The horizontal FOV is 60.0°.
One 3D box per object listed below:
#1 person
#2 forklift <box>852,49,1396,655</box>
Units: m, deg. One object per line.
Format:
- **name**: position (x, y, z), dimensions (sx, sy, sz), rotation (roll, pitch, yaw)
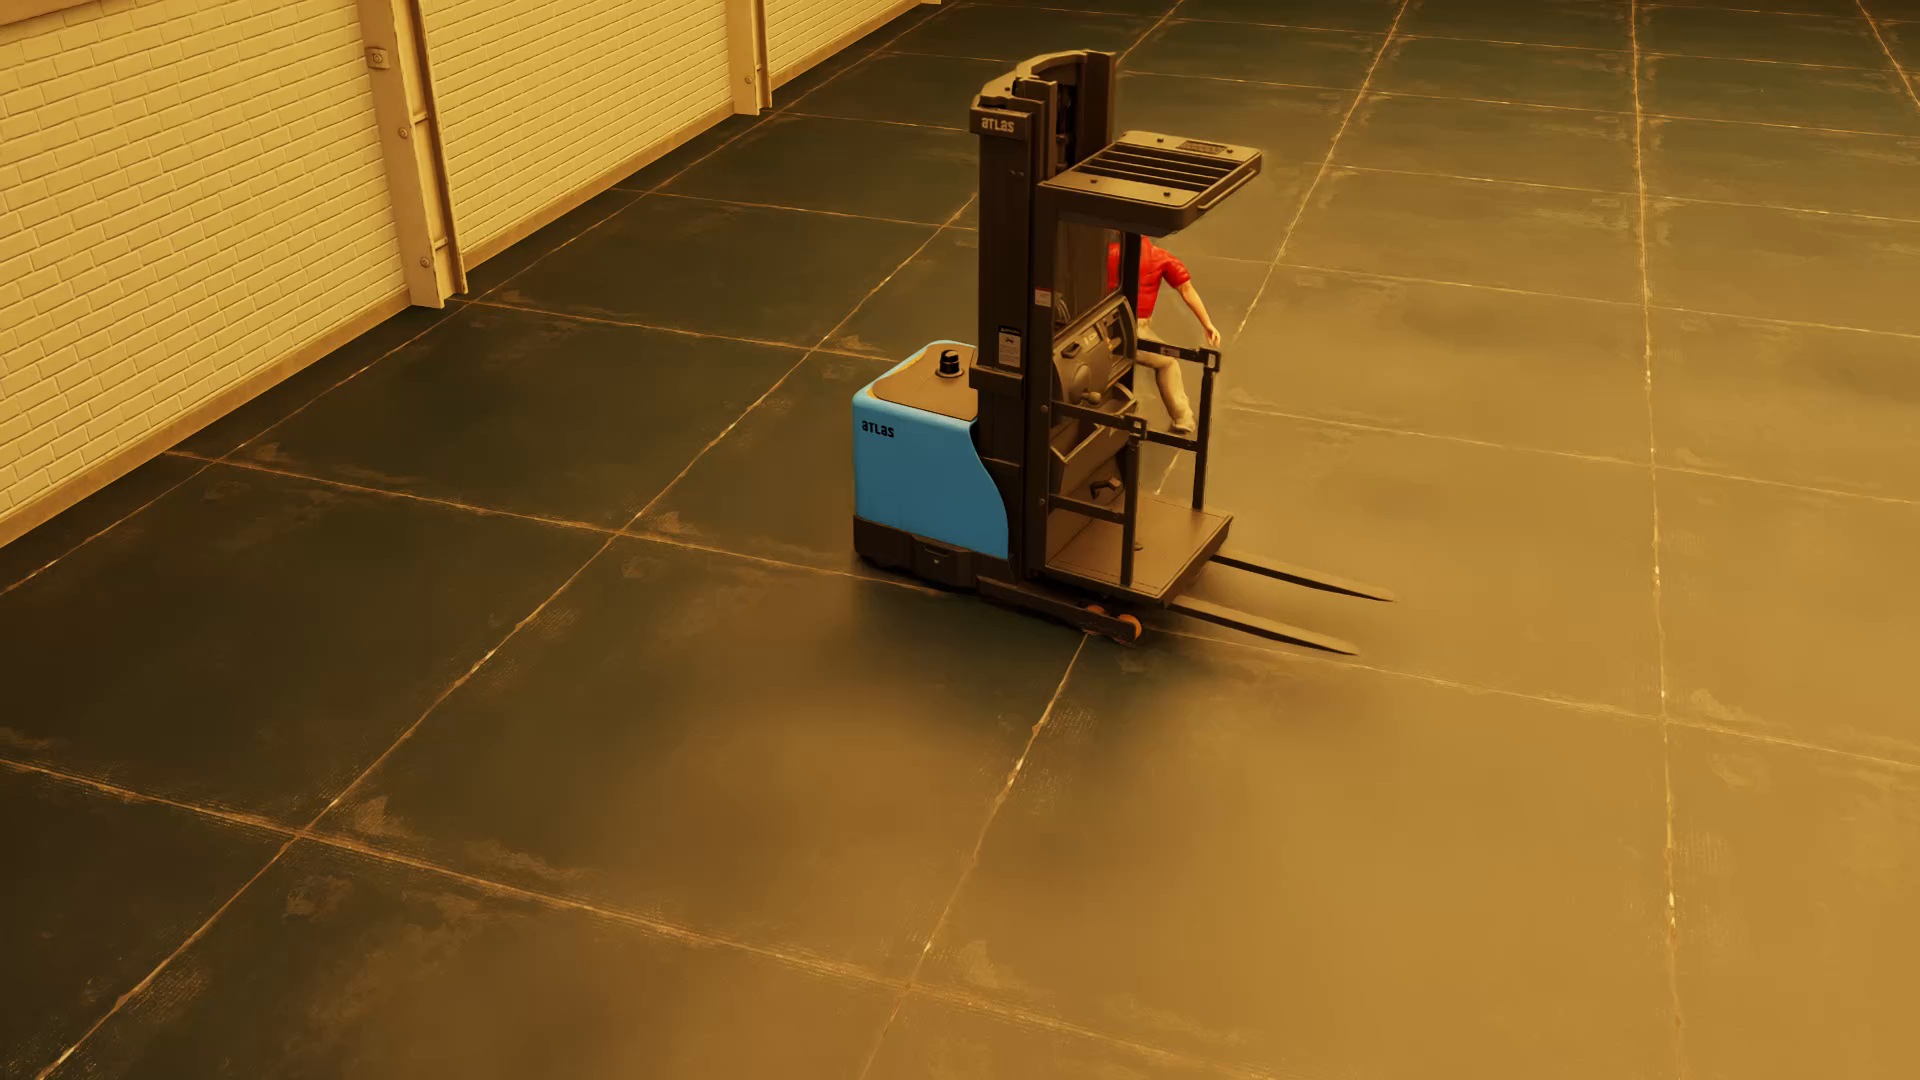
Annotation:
- **person**: position (1.144, -1.362, 11.018), dimensions (1.151, 1.687, 0.562), rotation (5, 30, 8)
- **forklift**: position (0.909, -1.001, 8.893), dimensions (3.031, 2.935, 1.130), rotation (16, 33, 26)
